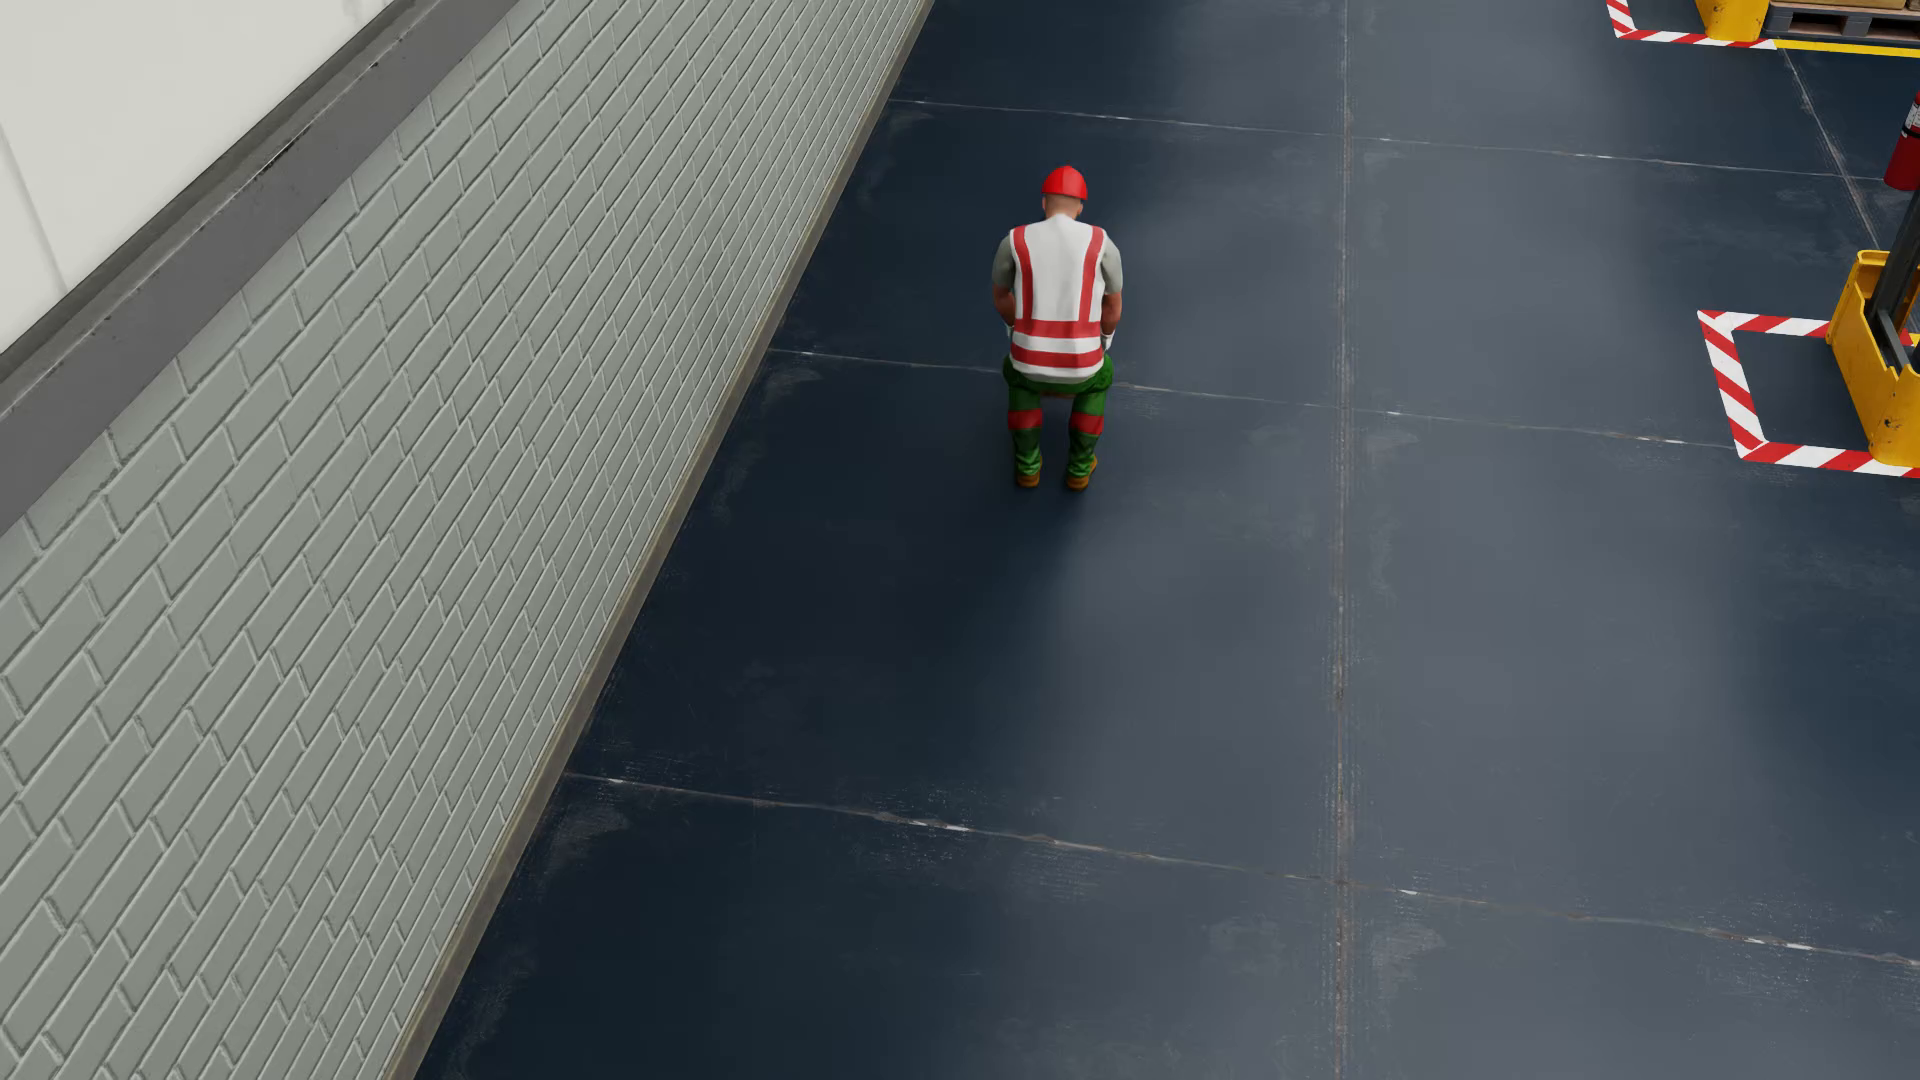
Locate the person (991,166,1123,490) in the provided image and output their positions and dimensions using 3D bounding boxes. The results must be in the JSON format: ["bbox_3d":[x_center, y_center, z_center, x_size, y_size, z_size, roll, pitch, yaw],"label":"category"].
[{"bbox_3d":[0.418,-0.907,7.483,0.583,1.440,0.748,7,41,8],"label":"person"}]
